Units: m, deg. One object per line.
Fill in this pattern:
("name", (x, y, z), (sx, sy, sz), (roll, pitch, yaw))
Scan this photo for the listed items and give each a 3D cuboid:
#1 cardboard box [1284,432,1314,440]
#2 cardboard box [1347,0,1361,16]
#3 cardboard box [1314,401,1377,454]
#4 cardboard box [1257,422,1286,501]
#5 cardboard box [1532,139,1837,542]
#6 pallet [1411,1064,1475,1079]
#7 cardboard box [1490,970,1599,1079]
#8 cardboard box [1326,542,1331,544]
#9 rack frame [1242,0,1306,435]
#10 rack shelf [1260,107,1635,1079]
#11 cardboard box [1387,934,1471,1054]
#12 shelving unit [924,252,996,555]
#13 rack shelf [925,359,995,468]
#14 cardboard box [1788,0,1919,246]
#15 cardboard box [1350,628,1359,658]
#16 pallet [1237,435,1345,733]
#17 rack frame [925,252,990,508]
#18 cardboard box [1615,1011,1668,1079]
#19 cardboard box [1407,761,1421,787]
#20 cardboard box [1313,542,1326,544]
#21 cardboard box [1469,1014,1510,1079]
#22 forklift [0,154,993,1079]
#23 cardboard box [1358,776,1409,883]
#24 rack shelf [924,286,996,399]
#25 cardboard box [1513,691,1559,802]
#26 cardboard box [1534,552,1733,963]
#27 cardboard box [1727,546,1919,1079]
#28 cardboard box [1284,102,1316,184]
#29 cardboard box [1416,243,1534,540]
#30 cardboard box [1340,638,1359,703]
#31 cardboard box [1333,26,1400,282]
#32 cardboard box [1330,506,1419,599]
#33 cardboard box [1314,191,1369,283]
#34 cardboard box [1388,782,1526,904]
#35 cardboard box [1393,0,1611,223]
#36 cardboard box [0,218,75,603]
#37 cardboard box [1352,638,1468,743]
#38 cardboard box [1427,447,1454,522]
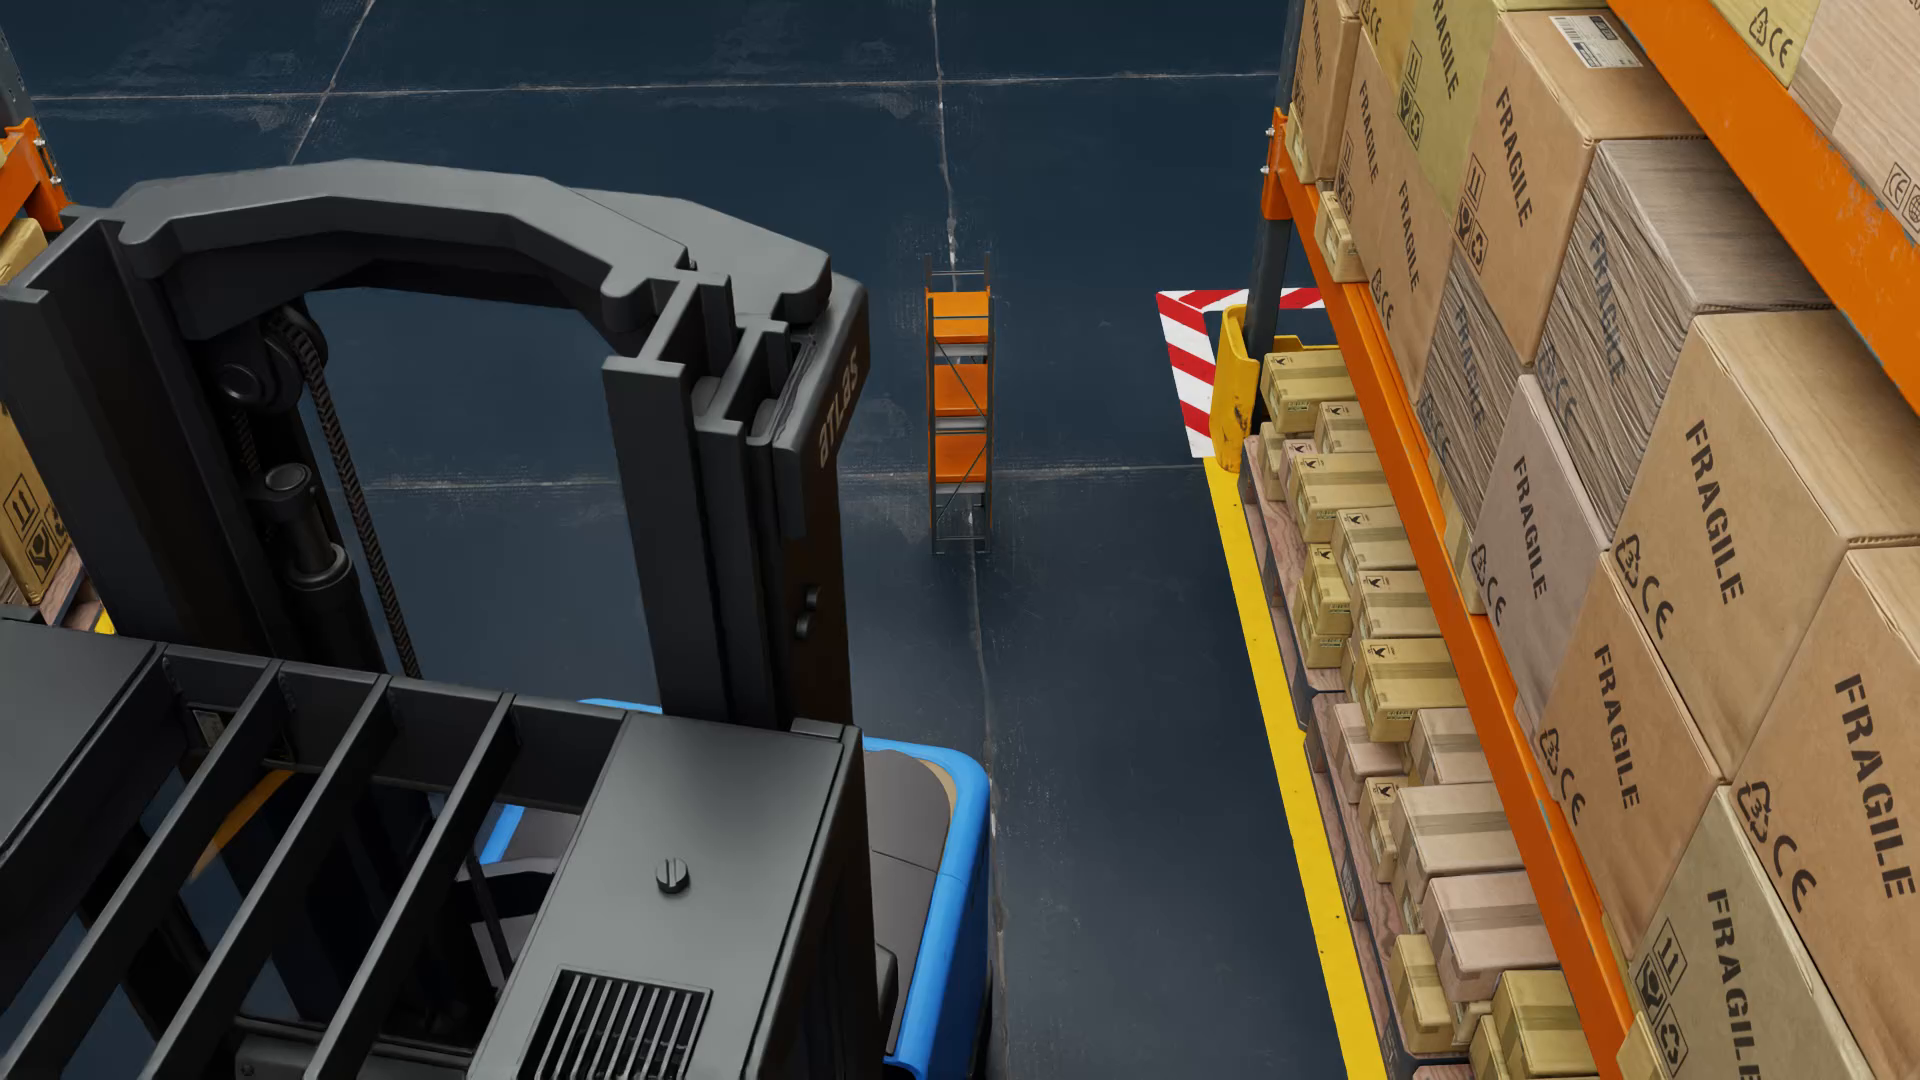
("cardboard box", (1.282, -0.381, 5.524), (0.380, 0.149, 0.250), (0, 43, 0))
("cardboard box", (1.270, -1.733, 4.386), (0.500, 0.500, 0.500), (-2, 43, -2))
("cardboard box", (1.330, -0.305, 5.222), (0.380, 0.149, 0.250), (-1, 43, -1))
("cardboard box", (1.218, -0.269, 5.623), (0.380, 0.149, 0.250), (-1, 43, -1))
("cardboard box", (1.361, -0.347, 2.875), (0.500, 0.500, 0.500), (-1, 43, -1))
("pallet", (1.622, 1.748, 3.687), (1.003, 0.211, 1.213), (-2, 43, -2))
("cardboard box", (1.409, 1.100, 3.689), (0.380, 0.149, 0.250), (0, 43, 0))
("cardboard box", (1.336, -0.031, 5.143), (0.380, 0.149, 0.250), (-1, 43, -1))
("rack frame", (1.516, -1.528, 5.197), (1.000, 3.000, 0.127), (-2, 43, -2))
("rack shelf", (1.601, 0.087, 3.967), (1.077, 0.370, 4.000), (-2, 43, -2))
("cardboard box", (1.285, 1.115, 4.113), (0.380, 0.149, 0.250), (-2, 43, -2))
("shelving unit", (-0.002, -0.423, 5.435), (0.215, 1.050, 0.252), (-2, 43, -2))
("rack shelf", (-0.002, -0.415, 5.442), (0.215, 0.259, 0.240), (-2, 43, -2))
("cardboard box", (1.385, -0.539, 2.010), (0.500, 0.250, 0.500), (-2, 43, -2))
("cardboard box", (1.344, 0.321, 4.759), (0.380, 0.149, 0.250), (-4, 43, -4))
("pallet", (1.518, 0.100, 5.484), (1.003, 0.211, 1.213), (-2, 43, -2))
("rack frame", (-0.007, -0.506, 5.525), (0.200, 1.050, 0.008), (-2, 43, -2))
("cardboard box", (1.320, 0.908, 2.726), (0.380, 0.149, 0.250), (-3, 43, -3))
("cardboard box", (1.399, 0.686, 4.361), (0.380, 0.149, 0.250), (0, 43, 0))
("cardboard box", (1.328, 0.073, 5.250), (0.380, 0.149, 0.250), (-1, 43, -1))
("cardboard box", (1.389, 1.220, 3.778), (0.380, 0.149, 0.250), (-1, 43, -1))
("forklift", (-0.695, 1.094, 2.388), (1.130, 2.935, 3.031), (7, 43, 8))
("cardboard box", (1.297, 0.775, 4.484), (0.380, 0.149, 0.250), (-2, 43, -2))
("rack shelf", (-0.002, -0.625, 5.250), (0.215, 0.259, 0.240), (-2, 43, -2))
("cardboard box", (1.340, 0.369, 3.314), (0.380, 0.149, 0.250), (-3, 43, -4))
("cardboard box", (1.362, 0.357, 2.847), (0.500, 0.500, 0.500), (-3, 43, -3))
("cardboard box", (1.395, 0.347, 2.117), (0.500, 0.500, 0.500), (-3, 43, -3))
("cardboard box", (1.202, -1.208, 5.033), (0.380, 0.149, 0.250), (-2, 43, -2))
("cardboard box", (1.343, -0.328, 3.594), (0.500, 0.500, 0.500), (-3, 43, -3))
("cardboard box", (1.336, 0.418, 4.873), (0.380, 0.149, 0.250), (-2, 43, -2))
("cardboard box", (1.307, -1.003, 4.330), (0.500, 0.500, 0.500), (-2, 43, -2))
("cardboard box", (1.306, 0.034, 4.852), (0.380, 0.149, 0.250), (-4, 43, -4))
("cardboard box", (1.212, -0.854, 4.647), (0.380, 0.149, 0.250), (-3, 43, -3))
("cardboard box", (1.282, 0.738, 4.084), (0.380, 0.149, 0.250), (-3, 43, -3))
("cardboard box", (1.297, -1.040, 3.631), (0.500, 0.500, 0.500), (-3, 43, -3))
("cardboard box", (-3.337, -0.396, 5.224), (0.875, 0.875, 0.875), (-2, 43, -2))
("cardboard box", (1.274, 0.400, 4.453), (0.380, 0.149, 0.250), (-1, 43, -1))
("cardboard box", (1.319, -0.156, 3.886), (0.380, 0.149, 0.250), (0, 43, 0))
